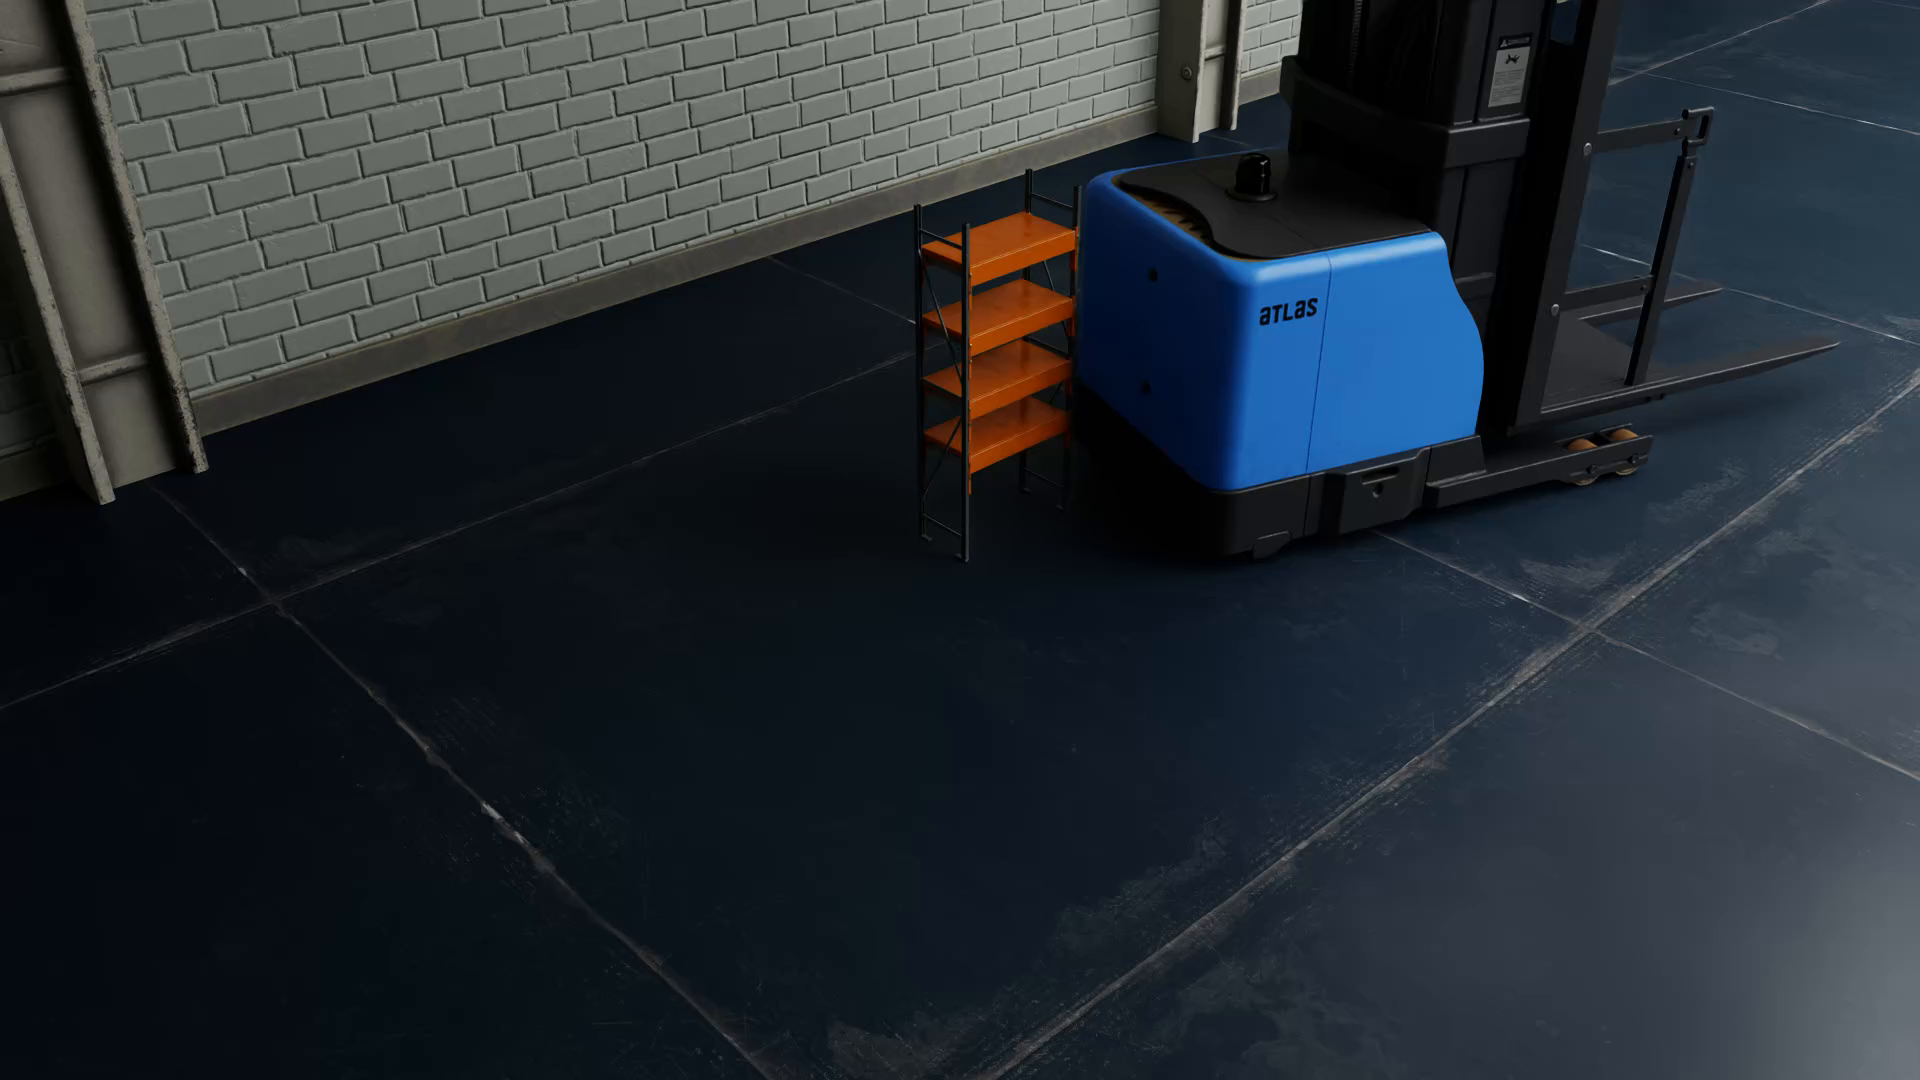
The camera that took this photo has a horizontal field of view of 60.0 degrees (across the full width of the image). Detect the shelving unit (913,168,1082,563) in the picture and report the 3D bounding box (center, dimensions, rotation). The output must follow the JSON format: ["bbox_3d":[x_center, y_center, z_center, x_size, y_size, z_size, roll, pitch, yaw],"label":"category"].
[{"bbox_3d":[0.121,-0.571,5.533,0.503,1.200,0.258,-26,40,-35],"label":"shelving unit"}]

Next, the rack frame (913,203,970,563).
[{"bbox_3d":[-0.058,-0.484,5.391,0.015,1.200,0.240,-26,40,-35],"label":"rack frame"}]

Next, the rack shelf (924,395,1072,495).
[{"bbox_3d":[0.121,-0.344,5.672,0.480,0.148,0.258,-26,40,-35],"label":"rack shelf"}]

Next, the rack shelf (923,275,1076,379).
[{"bbox_3d":[0.121,-0.704,5.451,0.480,0.148,0.258,-26,40,-35],"label":"rack shelf"}]

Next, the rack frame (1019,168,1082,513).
[{"bbox_3d":[0.300,-0.657,5.675,0.015,1.200,0.240,-26,40,-35],"label":"rack frame"}]

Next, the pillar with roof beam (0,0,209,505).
[{"bbox_3d":[-0.113,-2.445,1.123,0.400,9.000,9.100,-26,40,-35],"label":"pillar with roof beam"}]

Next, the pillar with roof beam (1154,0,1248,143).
[{"bbox_3d":[4.287,-4.573,4.603,0.400,9.000,9.100,-26,40,-35],"label":"pillar with roof beam"}]

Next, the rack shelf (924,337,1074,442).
[{"bbox_3d":[0.121,-0.513,5.568,0.480,0.148,0.258,-26,40,-35],"label":"rack shelf"}]

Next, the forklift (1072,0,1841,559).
[{"bbox_3d":[1.986,-1.687,5.700,3.031,2.935,1.130,-13,34,-20],"label":"forklift"}]

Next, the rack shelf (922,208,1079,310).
[{"bbox_3d":[0.121,-0.906,5.328,0.480,0.148,0.258,-26,40,-35],"label":"rack shelf"}]
